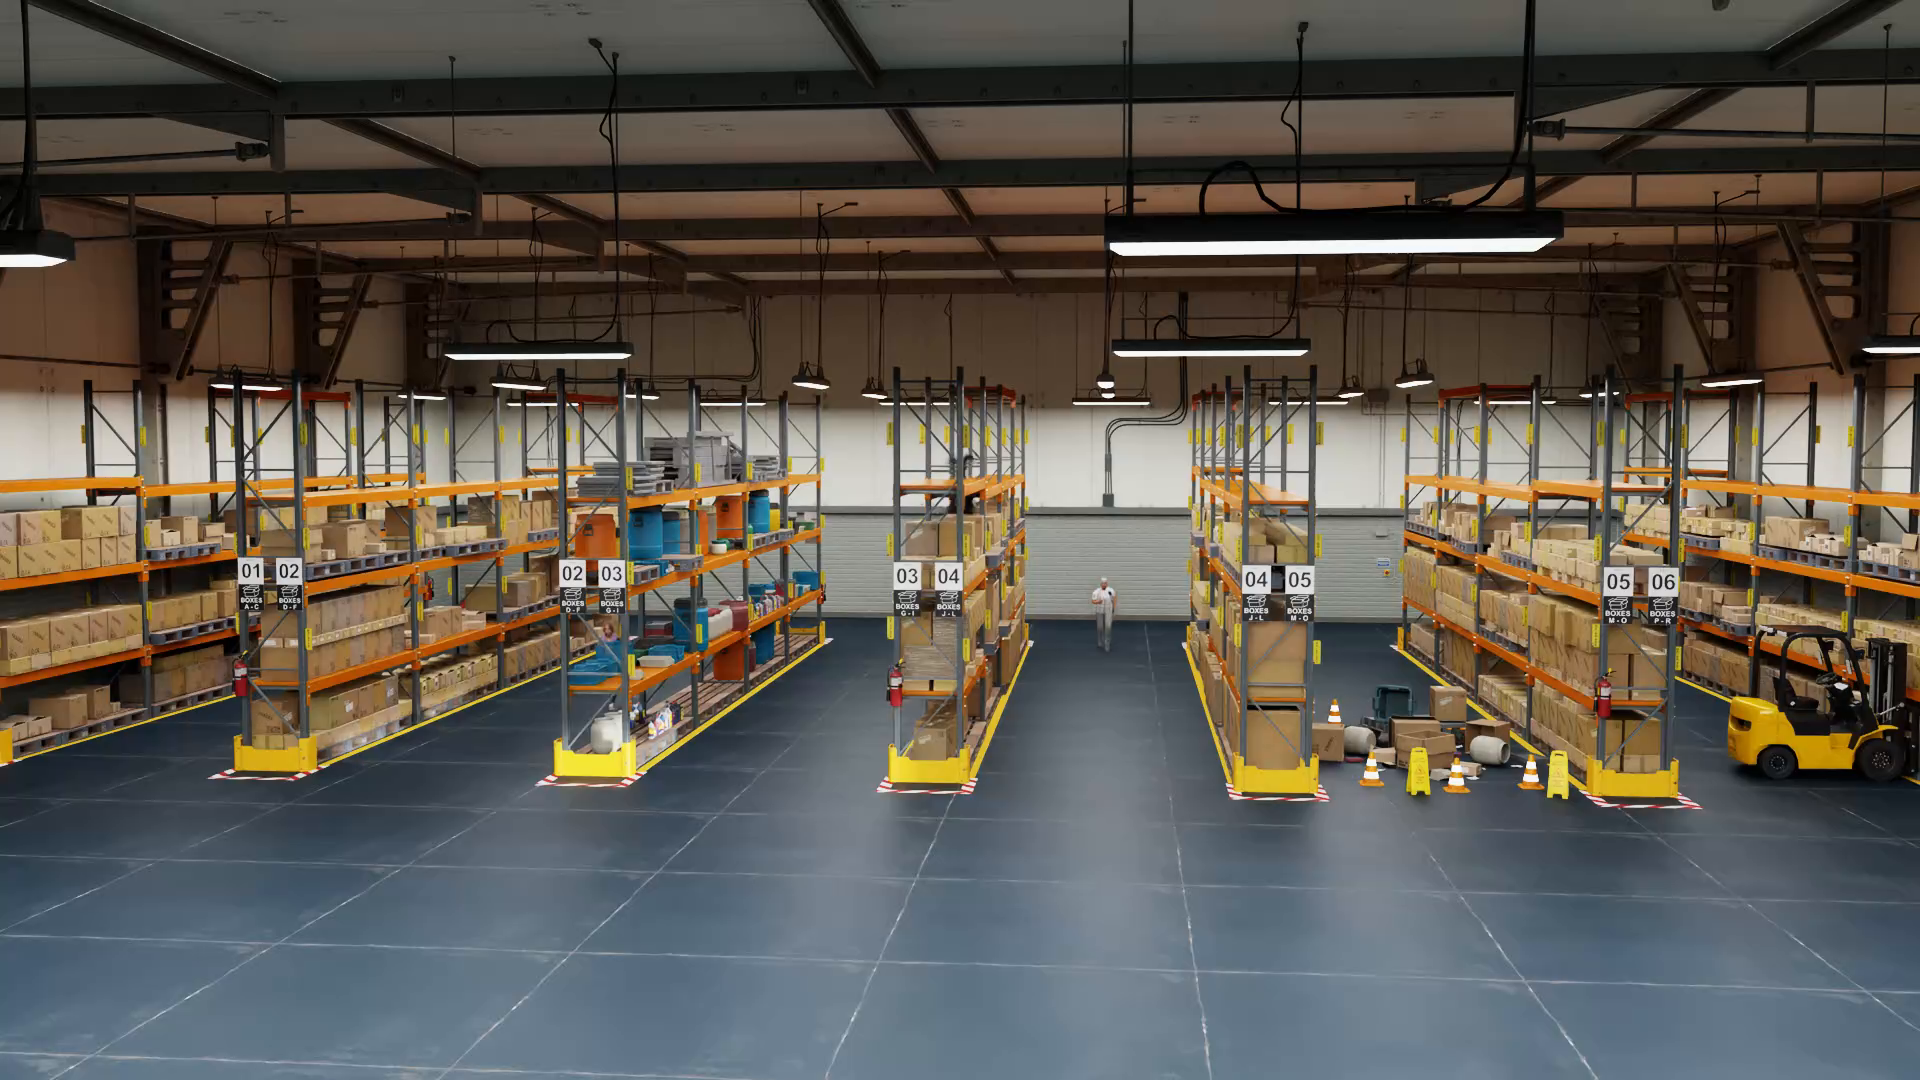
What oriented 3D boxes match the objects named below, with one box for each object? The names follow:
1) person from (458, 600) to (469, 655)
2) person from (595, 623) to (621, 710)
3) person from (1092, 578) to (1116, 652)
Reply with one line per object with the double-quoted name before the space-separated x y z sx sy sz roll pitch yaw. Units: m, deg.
"person" -10.744 1.914 36.481 0.677 1.686 0.636 0 4 -6
"person" -6.448 2.300 30.621 0.486 1.560 0.923 0 4 -1
"person" 3.384 1.735 39.086 0.585 1.712 0.853 0 4 5
